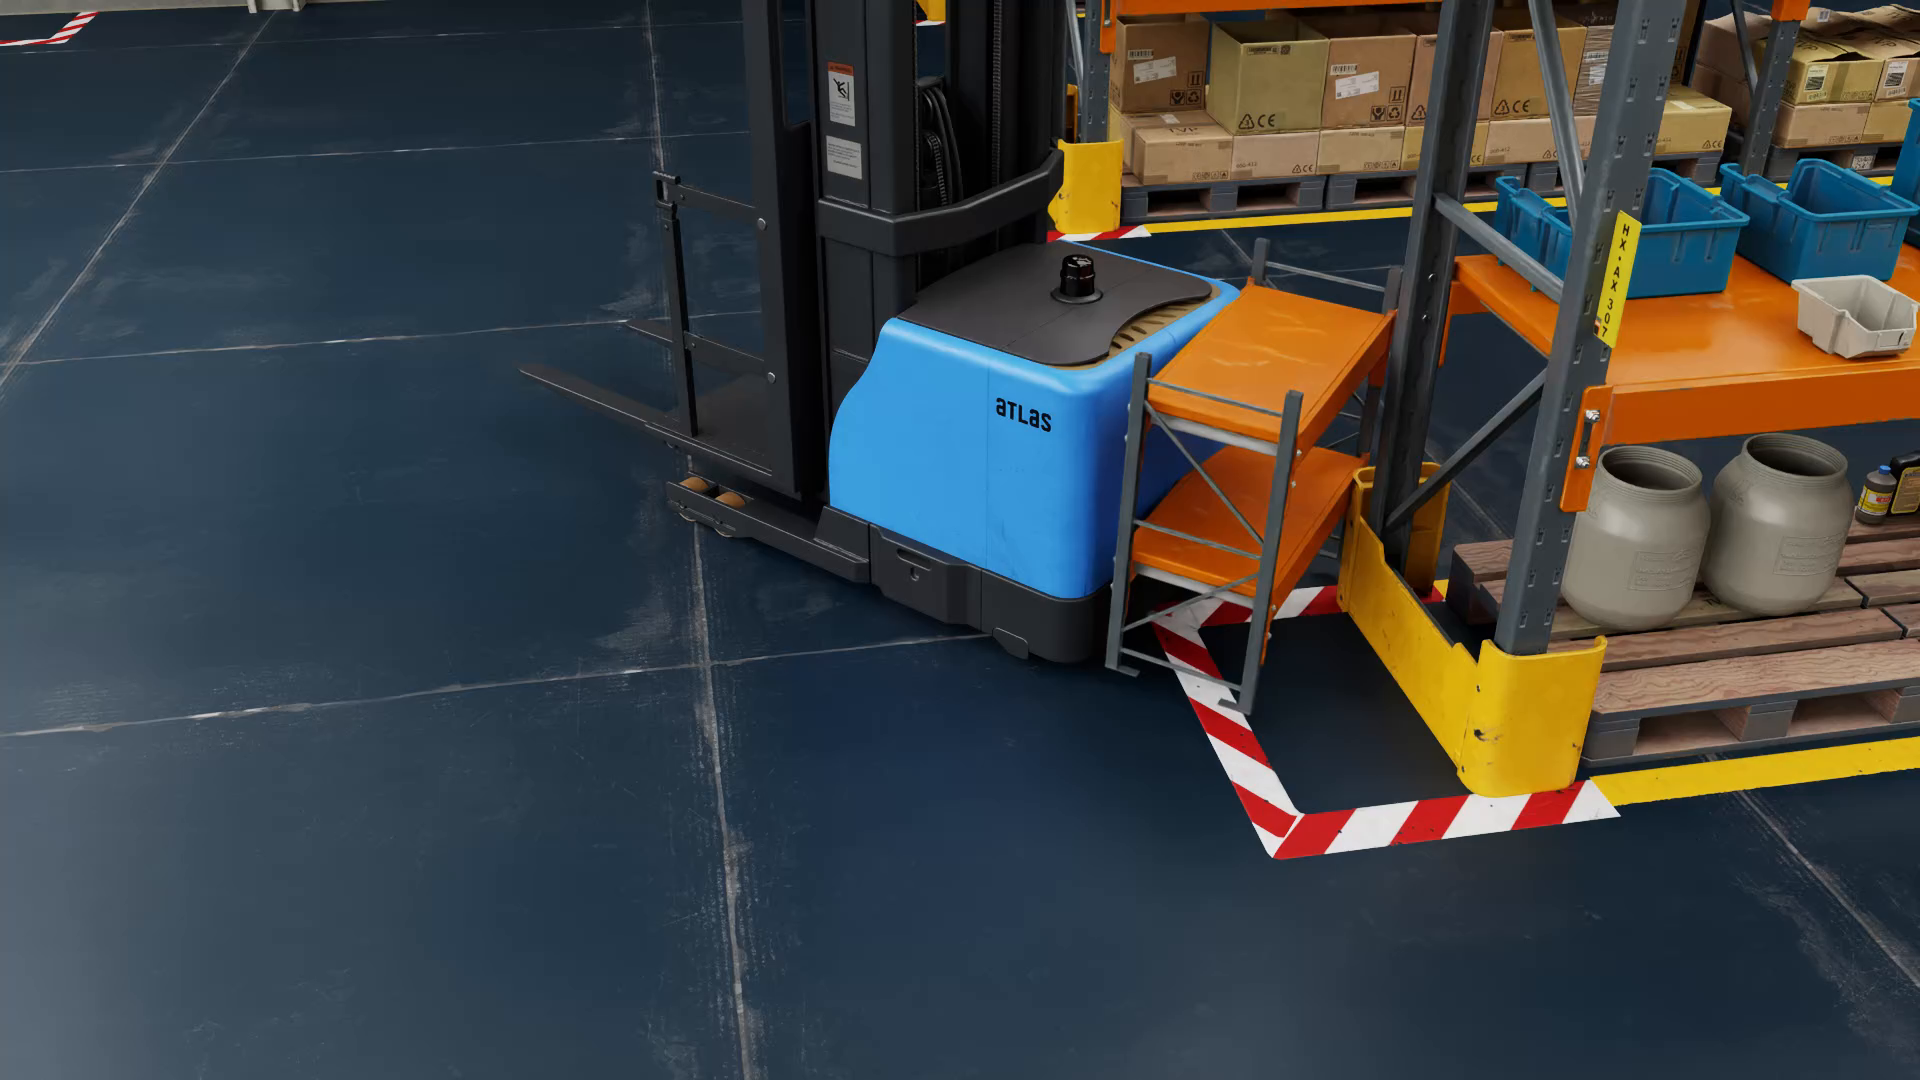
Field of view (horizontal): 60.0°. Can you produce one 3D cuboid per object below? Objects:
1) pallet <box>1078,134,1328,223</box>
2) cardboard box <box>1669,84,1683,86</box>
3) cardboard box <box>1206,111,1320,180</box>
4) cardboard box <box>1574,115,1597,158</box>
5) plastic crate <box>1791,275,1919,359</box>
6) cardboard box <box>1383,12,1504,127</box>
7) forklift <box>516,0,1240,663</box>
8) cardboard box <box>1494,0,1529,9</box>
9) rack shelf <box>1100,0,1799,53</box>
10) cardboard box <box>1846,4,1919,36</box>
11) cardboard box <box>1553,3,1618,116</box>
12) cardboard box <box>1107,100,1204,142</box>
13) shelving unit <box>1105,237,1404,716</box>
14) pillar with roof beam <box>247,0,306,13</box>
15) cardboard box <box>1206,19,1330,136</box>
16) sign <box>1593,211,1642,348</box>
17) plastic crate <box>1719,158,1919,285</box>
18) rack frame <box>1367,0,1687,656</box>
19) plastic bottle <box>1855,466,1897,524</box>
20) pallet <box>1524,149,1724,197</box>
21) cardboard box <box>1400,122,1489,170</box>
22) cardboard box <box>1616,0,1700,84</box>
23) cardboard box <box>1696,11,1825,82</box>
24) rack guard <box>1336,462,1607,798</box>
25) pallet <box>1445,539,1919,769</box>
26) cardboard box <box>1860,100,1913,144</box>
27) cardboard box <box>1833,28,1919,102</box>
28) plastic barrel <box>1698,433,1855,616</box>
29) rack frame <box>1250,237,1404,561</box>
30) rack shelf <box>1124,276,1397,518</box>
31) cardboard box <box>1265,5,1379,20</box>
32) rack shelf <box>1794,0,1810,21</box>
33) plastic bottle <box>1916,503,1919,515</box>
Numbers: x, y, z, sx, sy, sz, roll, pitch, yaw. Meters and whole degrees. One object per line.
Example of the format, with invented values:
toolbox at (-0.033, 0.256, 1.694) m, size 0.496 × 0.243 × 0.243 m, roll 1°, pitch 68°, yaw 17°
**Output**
pallet at (1.385, -2.156, 9.709) m, size 1.213 × 0.211 × 1.003 m, roll -5°, pitch 31°, yaw -9°
cardboard box at (4.064, -2.737, 10.244) m, size 0.500 × 0.250 × 0.500 m, roll -5°, pitch 31°, yaw -9°
cardboard box at (1.699, -2.249, 9.414) m, size 0.500 × 0.250 × 0.500 m, roll -5°, pitch 31°, yaw -9°
cardboard box at (3.664, -2.436, 9.733) m, size 0.500 × 0.250 × 0.500 m, roll -5°, pitch 31°, yaw -9°
plastic crate at (2.467, -0.605, 4.580) m, size 0.250 × 0.136 × 0.298 m, roll -5°, pitch 31°, yaw -9°
cardboard box at (2.683, -2.660, 9.373) m, size 0.500 × 0.500 × 0.500 m, roll -5°, pitch 31°, yaw -9°
forklift at (-0.494, -1.462, 5.844) m, size 3.031 × 2.935 × 1.130 m, roll 22°, pitch 37°, yaw 32°
cardboard box at (3.078, -2.974, 9.907) m, size 0.500 × 0.500 × 0.500 m, roll -5°, pitch 31°, yaw -9°
rack shelf at (2.607, -3.140, 9.341) m, size 4.000 × 0.370 × 1.077 m, roll -5°, pitch 31°, yaw -9°
cardboard box at (5.923, -3.145, 10.385) m, size 0.500 × 0.311 × 0.500 m, roll -5°, pitch 31°, yaw -9°
cardboard box at (3.664, -2.761, 9.544) m, size 0.500 × 0.500 × 0.500 m, roll -5°, pitch 31°, yaw -9°
cardboard box at (1.114, -2.460, 9.772) m, size 0.500 × 0.250 × 0.500 m, roll -5°, pitch 31°, yaw -9°
shelving unit at (0.957, -0.233, 5.403) m, size 0.538 × 1.125 × 1.048 m, roll 18°, pitch 36°, yaw 23°
pillar with roof beam at (-4.850, -6.124, 7.787) m, size 0.400 × 9.000 × 9.100 m, roll -5°, pitch 31°, yaw -9°
cardboard box at (1.699, -2.571, 9.222) m, size 0.500 × 0.500 × 0.500 m, roll -5°, pitch 31°, yaw -9°
sign at (1.623, -0.642, 4.110) m, size 0.005 × 0.325 × 0.100 m, roll -5°, pitch 31°, yaw -9°
plastic crate at (2.607, -0.985, 5.112) m, size 0.408 × 0.251 × 0.499 m, roll -5°, pitch 31°, yaw -9°
rack frame at (1.528, -0.798, 4.647) m, size 0.127 × 3.000 × 1.000 m, roll -5°, pitch 31°, yaw -9°
plastic bottle at (3.256, -0.167, 5.902) m, size 0.097 × 0.201 × 0.097 m, roll 0°, pitch 30°, yaw 0°
pallet at (3.785, -2.379, 10.088) m, size 1.213 × 0.211 × 1.003 m, roll -5°, pitch 31°, yaw -9°
cardboard box at (2.683, -2.337, 9.564) m, size 0.500 × 0.250 × 0.500 m, roll -5°, pitch 31°, yaw -9°
cardboard box at (4.062, -3.066, 10.063) m, size 0.500 × 0.500 × 0.500 m, roll -5°, pitch 31°, yaw -9°
cardboard box at (4.921, -3.050, 10.223) m, size 0.500 × 0.311 × 0.500 m, roll -5°, pitch 31°, yaw -9°
rack guard at (1.595, 0.250, 5.332) m, size 0.348 × 0.500 × 1.175 m, roll -5°, pitch 31°, yaw -9°
pallet at (2.395, 0.303, 5.527) m, size 1.213 × 0.211 × 1.003 m, roll -5°, pitch 31°, yaw -9°
cardboard box at (5.519, -2.588, 9.990) m, size 0.500 × 0.250 × 0.500 m, roll -5°, pitch 31°, yaw -8°
cardboard box at (5.519, -2.827, 9.843) m, size 0.500 × 0.311 × 0.500 m, roll -6°, pitch 31°, yaw -10°
plastic barrel at (2.655, -0.050, 5.416) m, size 0.421 × 0.512 × 0.421 m, roll 0°, pitch 30°, yaw 0°
rack frame at (1.199, -0.467, 5.784) m, size 0.500 × 1.125 × 0.032 m, roll 18°, pitch 36°, yaw 23°
rack shelf at (0.966, -0.480, 5.246) m, size 0.538 × 0.278 × 1.000 m, roll 18°, pitch 36°, yaw 23°
cardboard box at (2.095, -2.883, 9.751) m, size 0.500 × 0.500 × 0.500 m, roll -5°, pitch 31°, yaw -9°
rack shelf at (6.542, -3.505, 9.962) m, size 4.000 × 0.370 × 1.077 m, roll -5°, pitch 31°, yaw -9°
plastic bottle at (3.509, -0.209, 5.899) m, size 0.135 × 0.276 × 0.152 m, roll -5°, pitch 31°, yaw -9°
